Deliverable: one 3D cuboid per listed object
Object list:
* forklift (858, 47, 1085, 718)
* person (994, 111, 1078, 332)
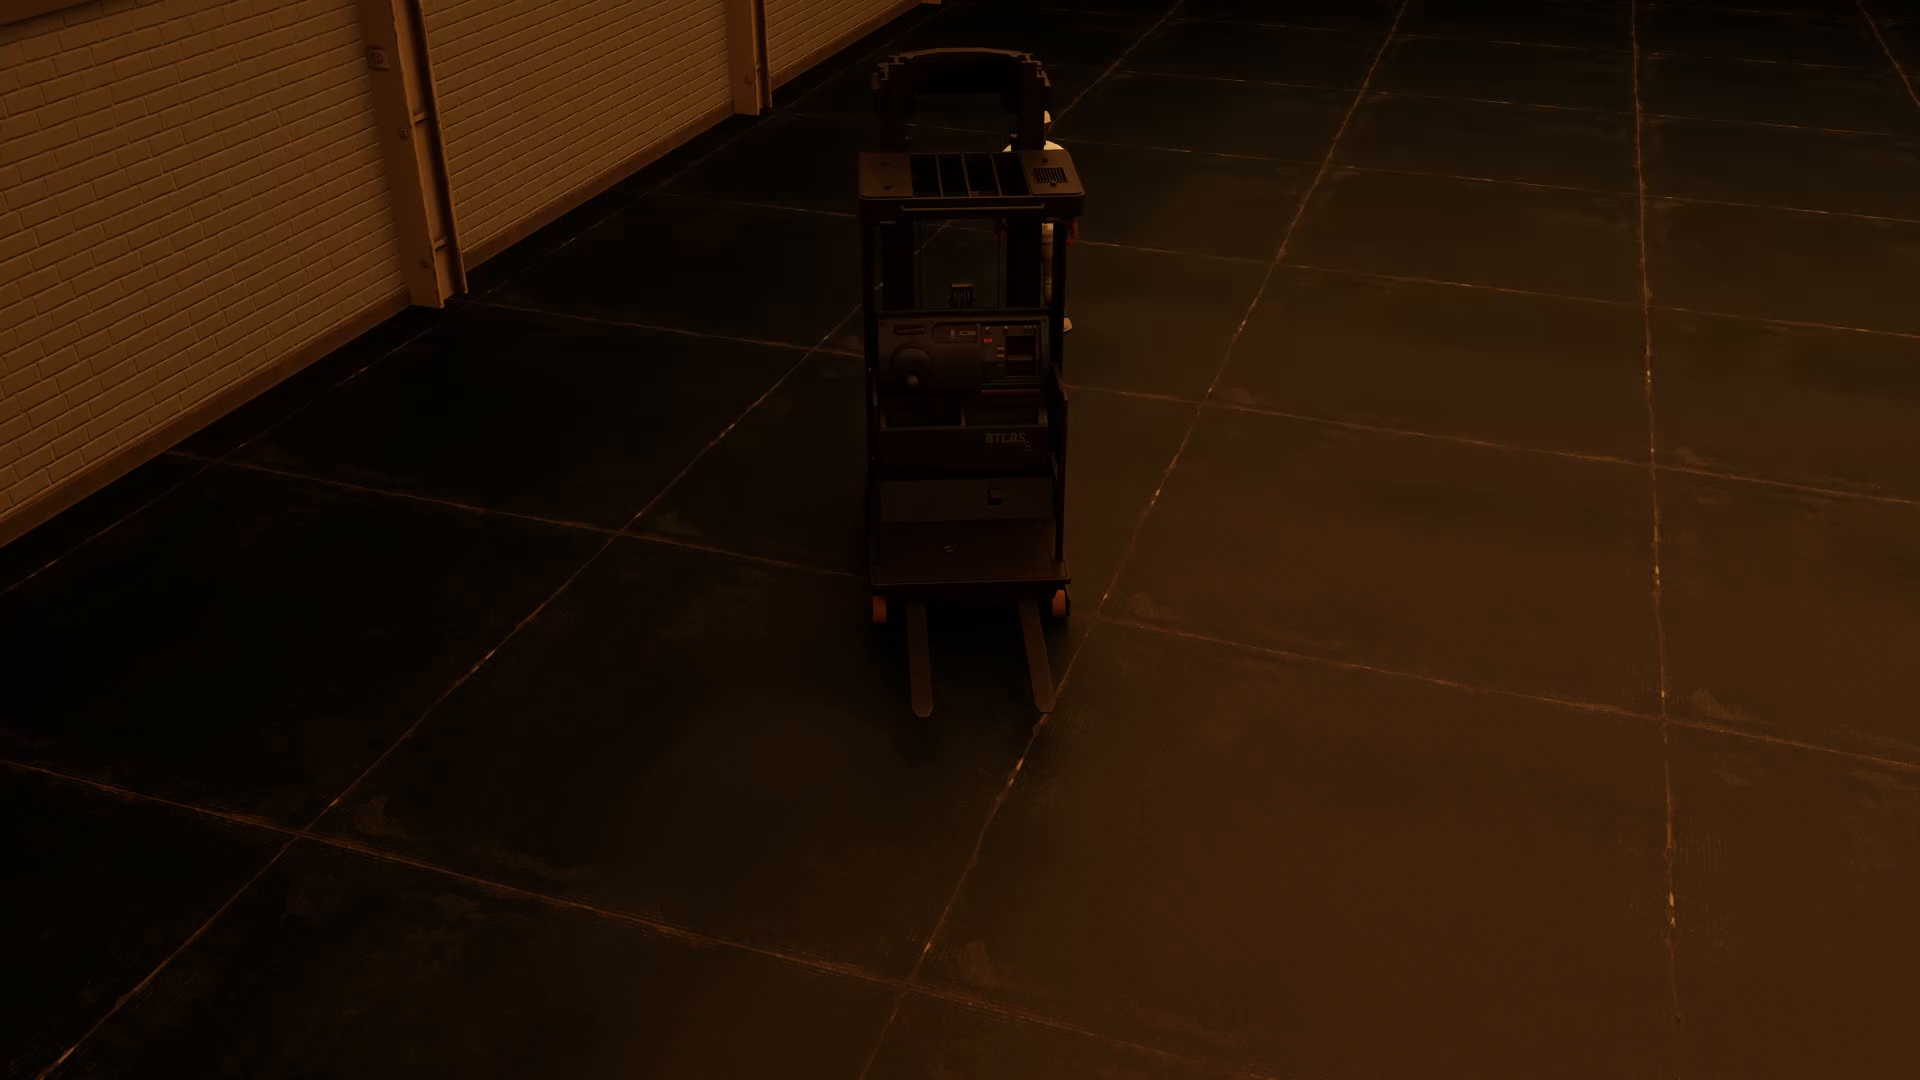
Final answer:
[{"bbox_3d":[0.035,-0.972,8.842,1.130,2.935,3.031,-2,30,-3],"label":"forklift"},{"bbox_3d":[0.573,-2.393,12.519,0.636,1.760,0.462,5,30,9],"label":"person"}]
